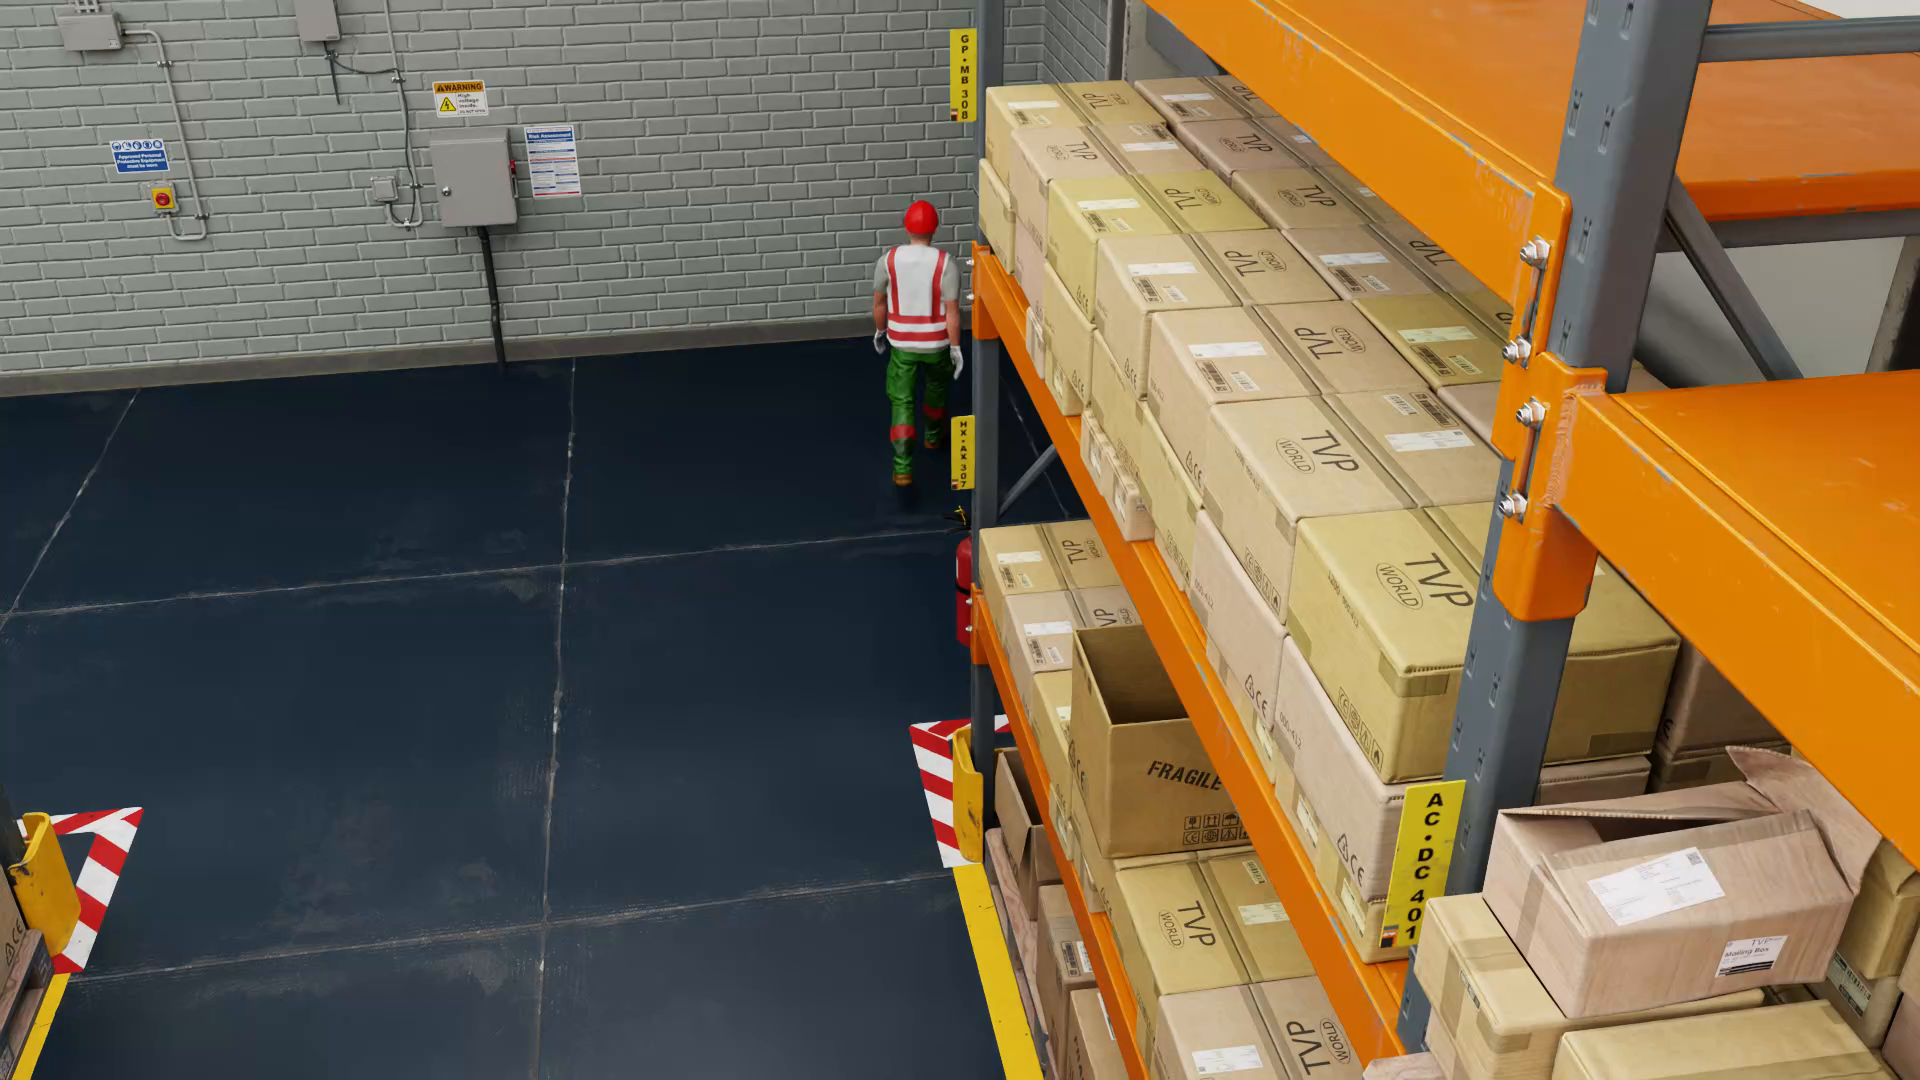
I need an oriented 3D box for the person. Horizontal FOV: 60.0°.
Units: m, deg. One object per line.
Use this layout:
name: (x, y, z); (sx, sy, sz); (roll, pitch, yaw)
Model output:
person: (-0.260, -1.209, 10.210); (0.584, 1.744, 1.087); (2, 30, 3)
